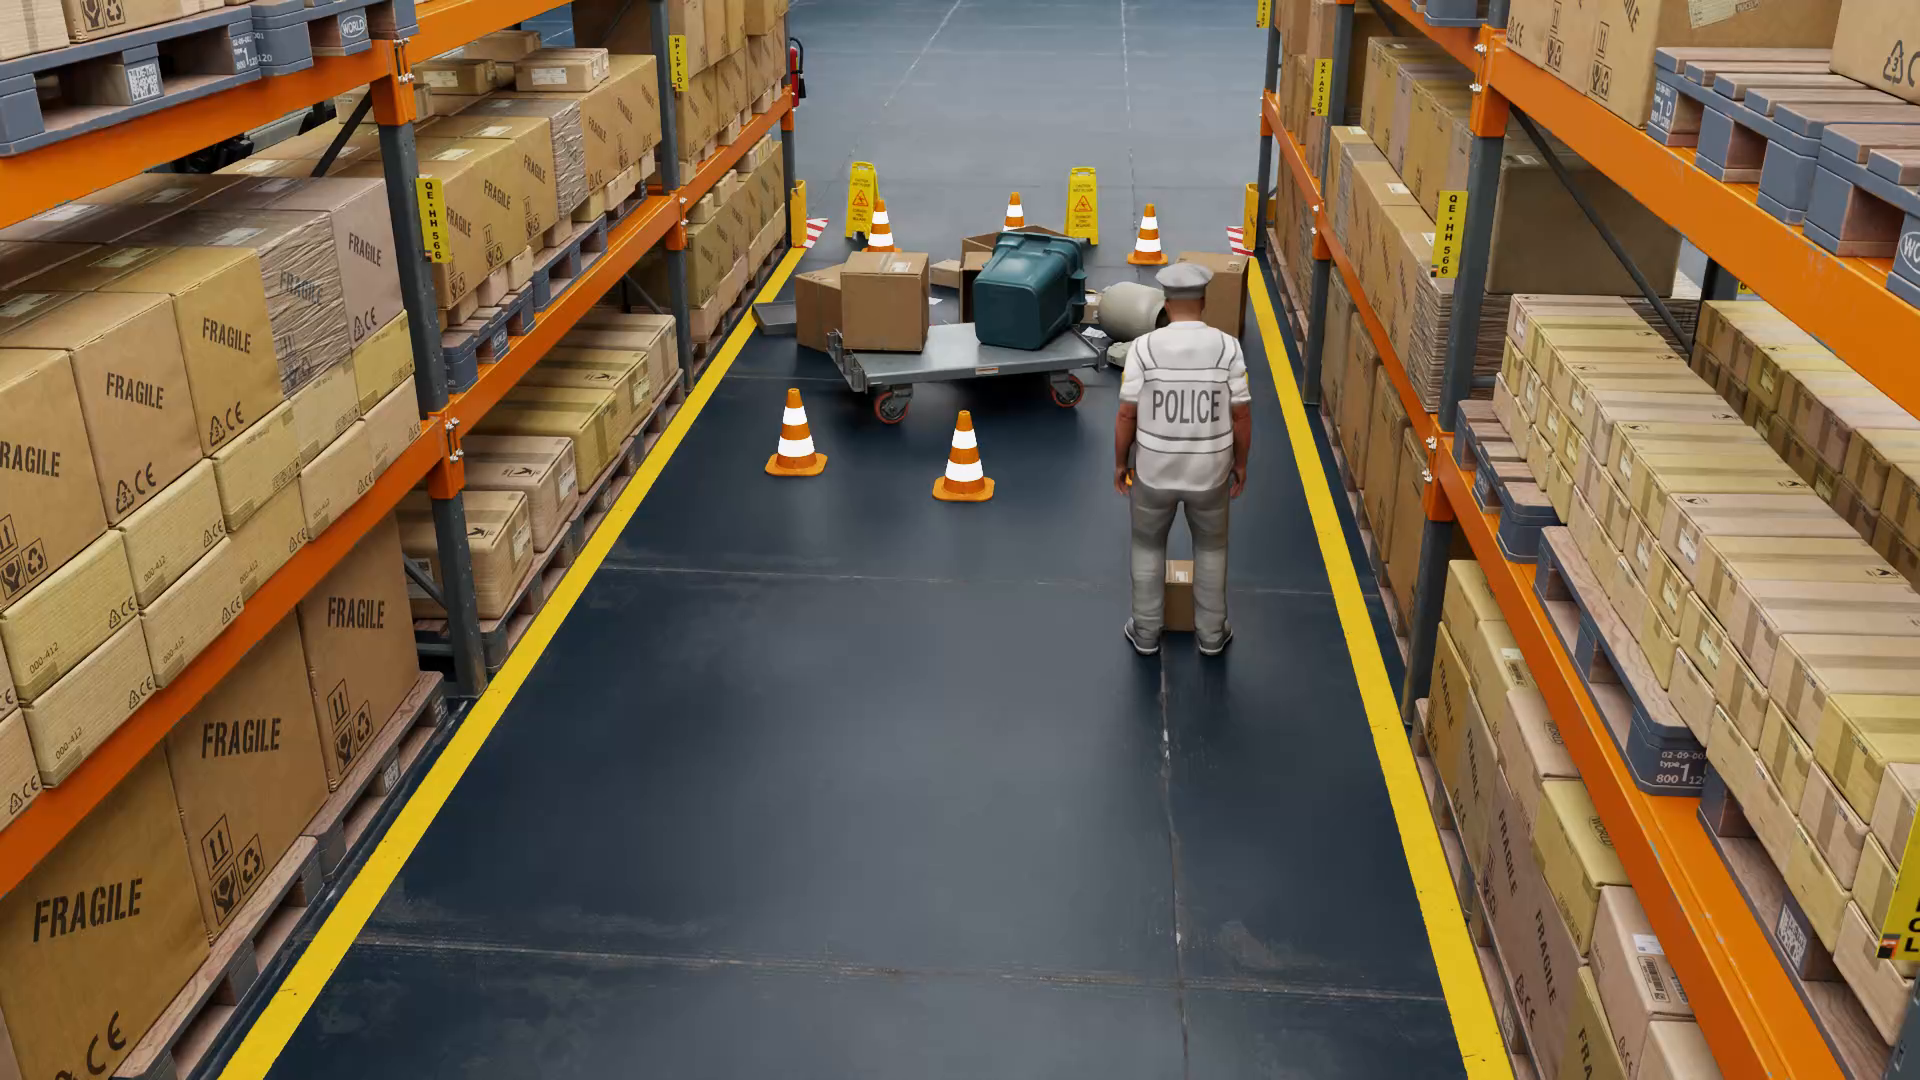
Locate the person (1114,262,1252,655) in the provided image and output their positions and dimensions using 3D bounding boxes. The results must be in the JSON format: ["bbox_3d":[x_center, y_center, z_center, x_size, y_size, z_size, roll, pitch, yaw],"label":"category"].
[{"bbox_3d":[0.967,-0.312,7.284,0.588,1.748,0.434,2,24,4],"label":"person"}]
